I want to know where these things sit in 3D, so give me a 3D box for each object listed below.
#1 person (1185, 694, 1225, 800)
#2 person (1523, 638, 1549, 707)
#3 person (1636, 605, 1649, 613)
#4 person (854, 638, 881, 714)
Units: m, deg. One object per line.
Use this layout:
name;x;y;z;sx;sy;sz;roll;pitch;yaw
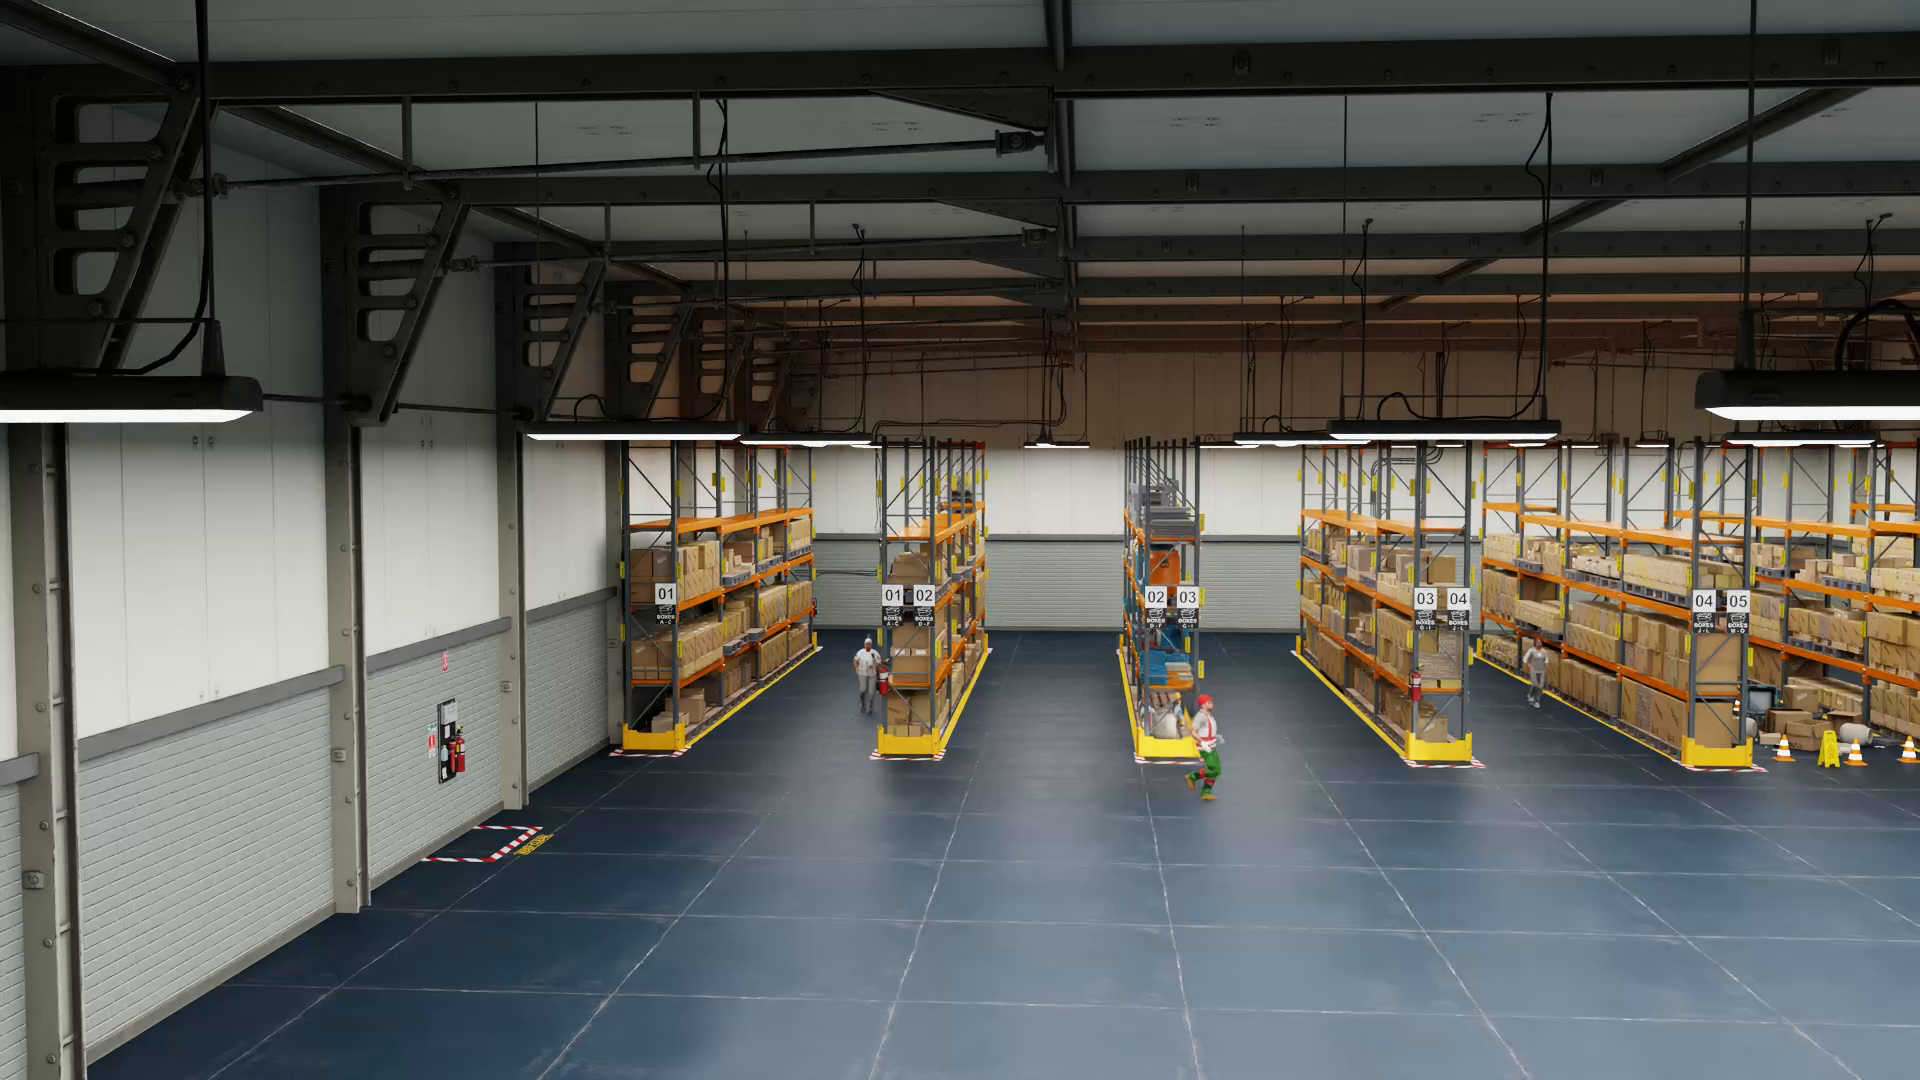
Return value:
person;4.014;3.395;27.261;0.602;1.737;0.655;1;3;24
person;12.866;2.968;37.026;0.531;1.537;0.540;0;3;1
person;19.417;2.325;47.408;0.564;1.723;0.706;1;3;14
person;-2.012;2.966;36.151;0.582;1.633;0.643;0;3;-5
